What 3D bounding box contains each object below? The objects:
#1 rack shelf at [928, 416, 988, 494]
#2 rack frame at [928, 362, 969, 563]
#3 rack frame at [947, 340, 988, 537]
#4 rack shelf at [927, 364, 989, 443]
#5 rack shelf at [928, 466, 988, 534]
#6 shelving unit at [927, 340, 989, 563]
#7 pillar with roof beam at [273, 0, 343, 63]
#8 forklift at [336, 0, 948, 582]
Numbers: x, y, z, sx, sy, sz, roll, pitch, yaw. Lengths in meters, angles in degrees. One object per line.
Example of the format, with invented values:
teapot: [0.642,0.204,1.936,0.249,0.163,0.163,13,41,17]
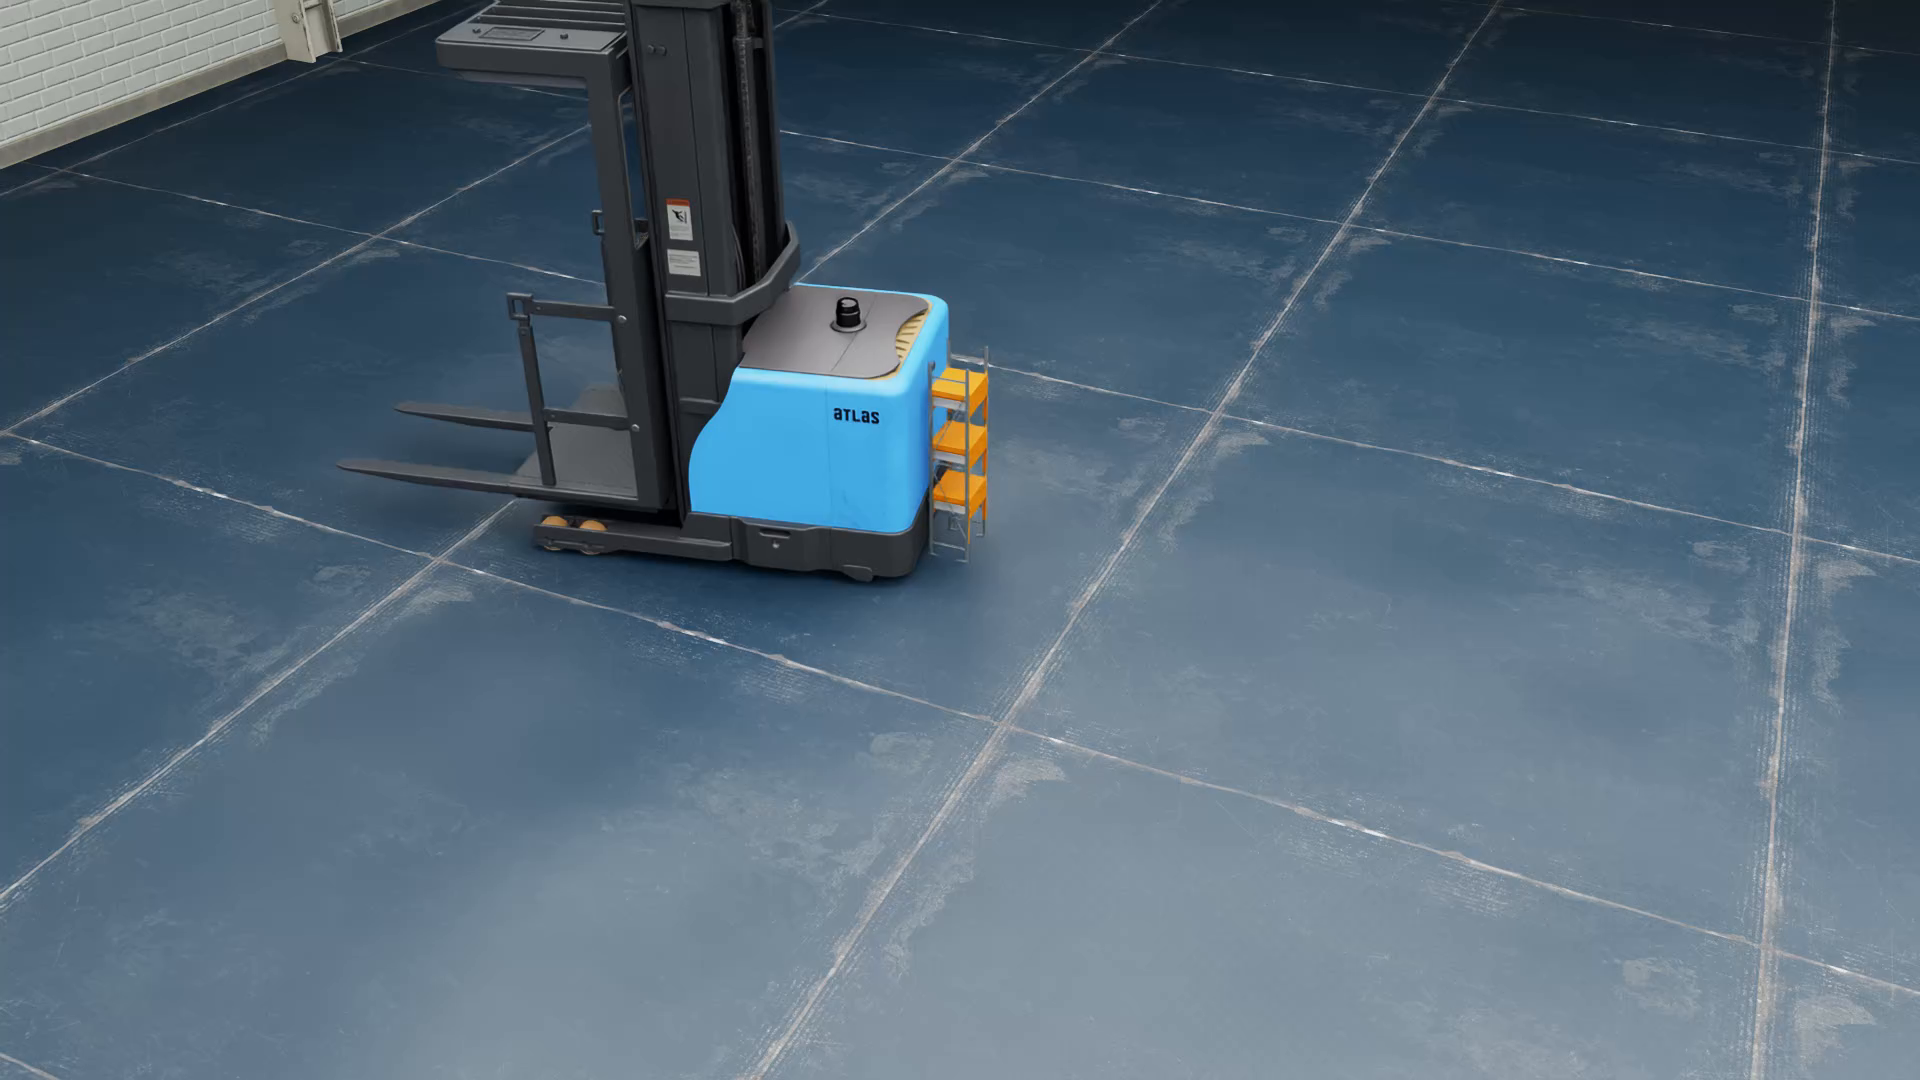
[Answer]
rack shelf: [-0.009,-0.404,7.928,0.215,0.259,0.240,12,35,17]
rack frame: [-0.053,-0.350,7.827,0.200,1.050,0.008,12,35,17]
rack frame: [0.035,-0.475,8.017,0.200,1.050,0.008,12,35,17]
rack shelf: [-0.009,-0.641,7.772,0.215,0.259,0.240,12,35,17]
rack shelf: [-0.009,-0.171,8.080,0.215,0.259,0.240,12,35,17]
shelving unit: [-0.009,-0.413,7.922,0.215,1.050,0.252,12,35,17]
pillar with roof beam: [-1.864,-7.118,10.898,9.100,9.000,0.400,14,36,20]
forklift: [-1.614,-1.428,7.755,3.031,2.935,1.130,6,34,10]
